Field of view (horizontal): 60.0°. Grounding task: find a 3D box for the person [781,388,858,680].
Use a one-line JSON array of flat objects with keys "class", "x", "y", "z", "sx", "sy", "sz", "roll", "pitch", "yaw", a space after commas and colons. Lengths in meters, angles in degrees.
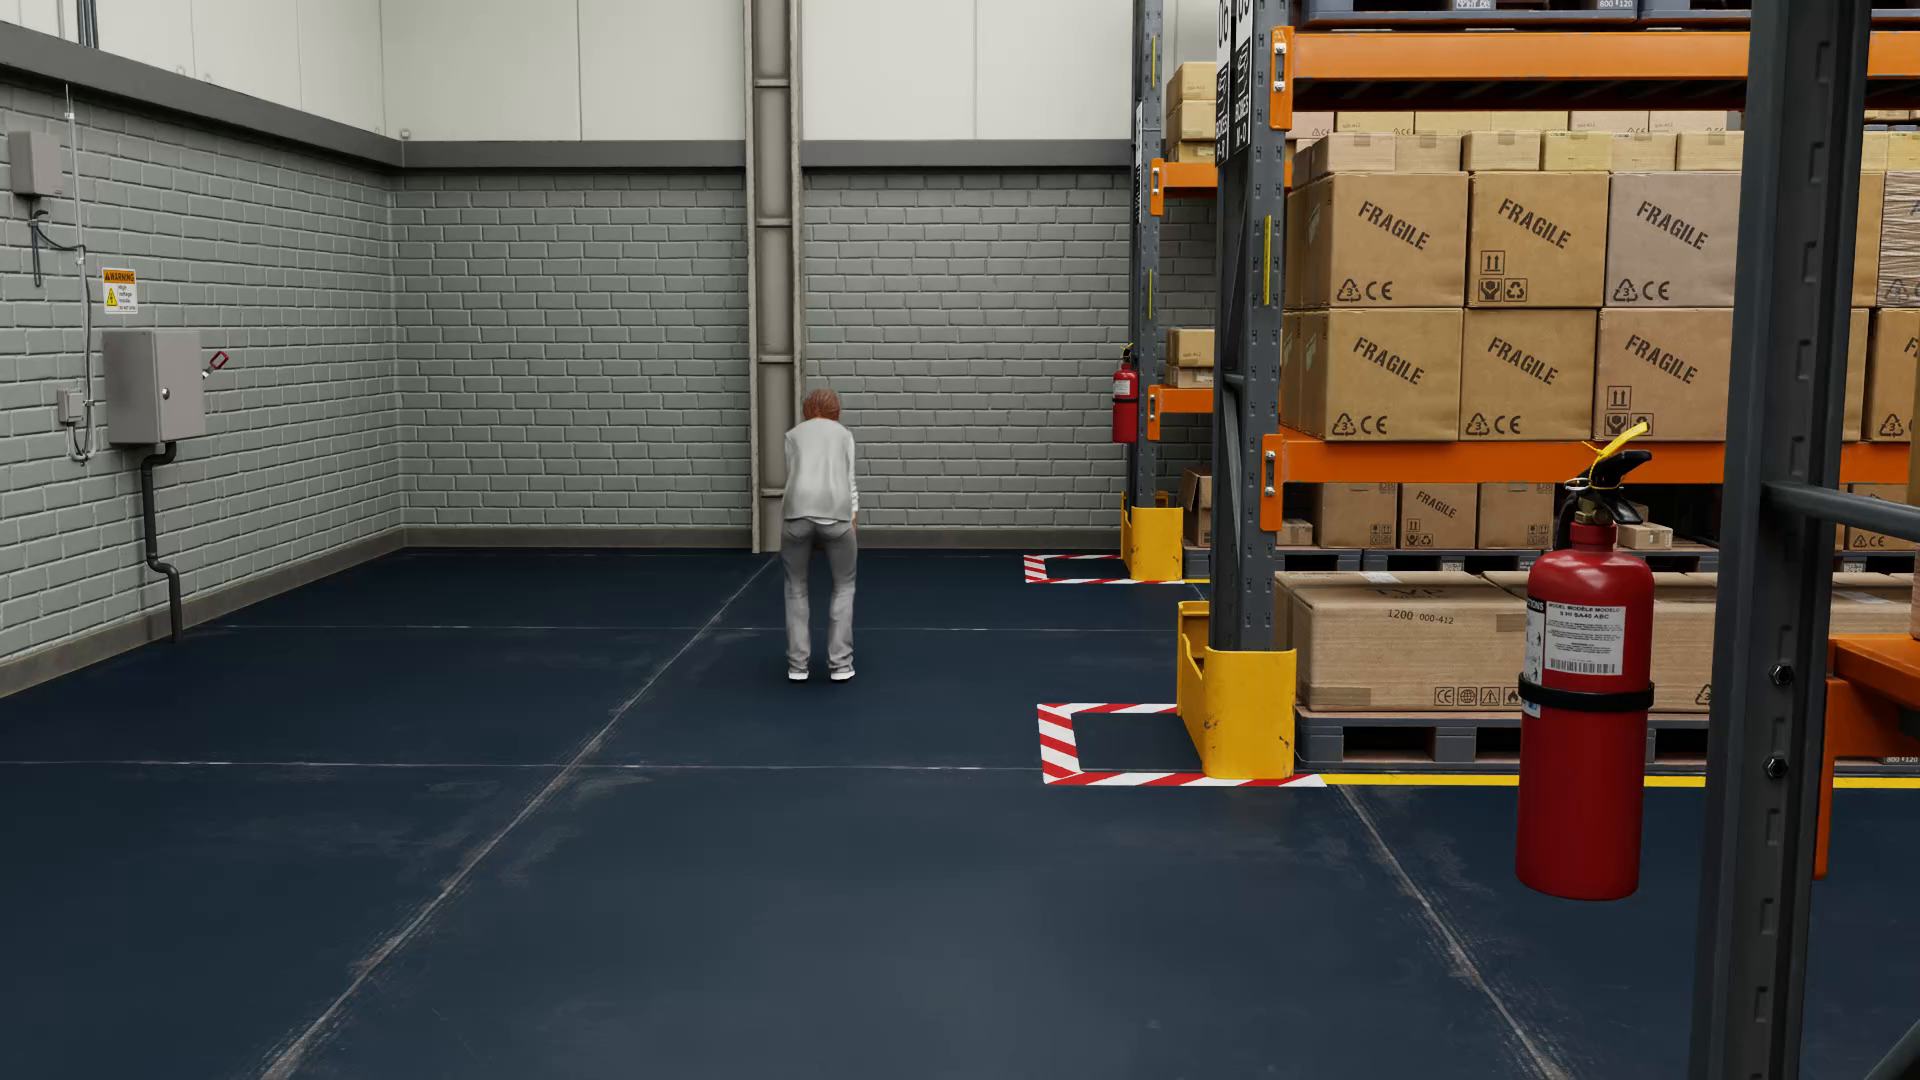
[{"class": "person", "x": -0.692, "y": -0.028, "z": 8.288, "sx": 0.375, "sy": 1.409, "sz": 0.691, "roll": 0, "pitch": 7, "yaw": 0}]
